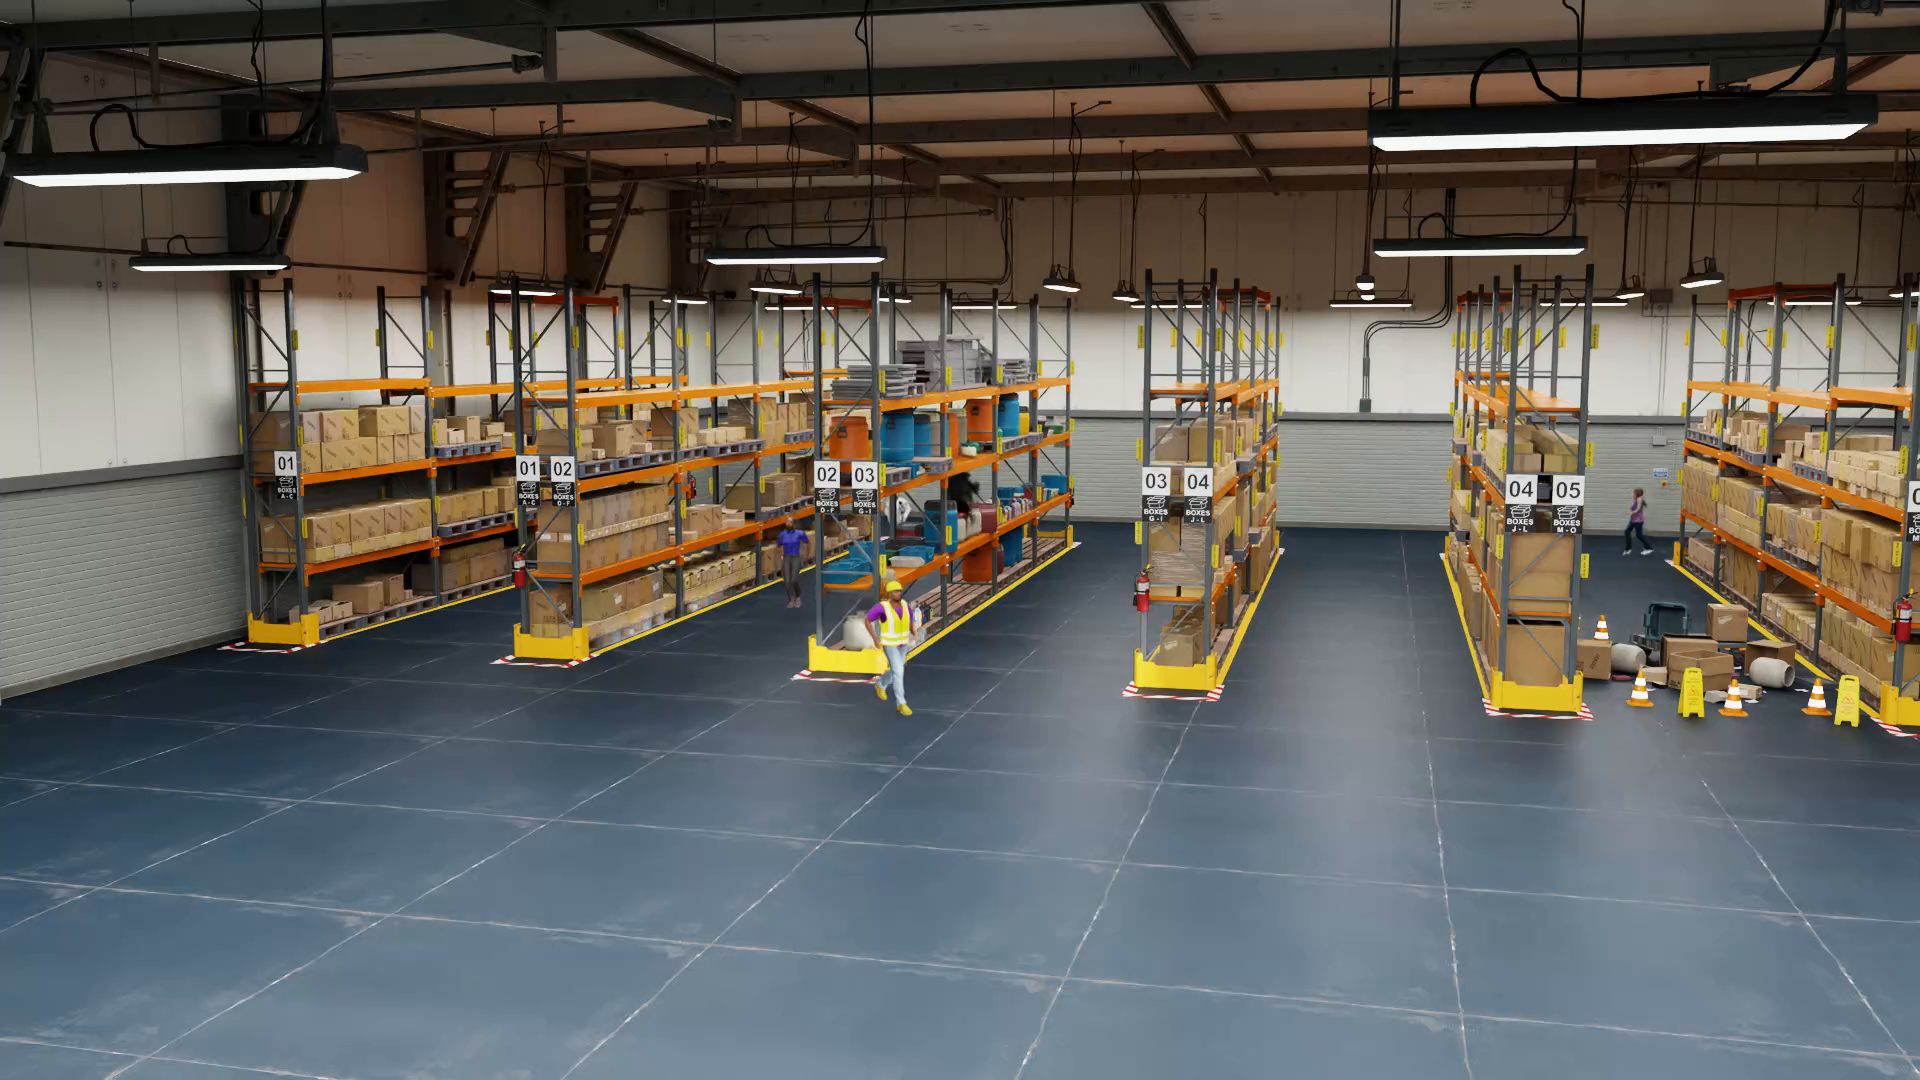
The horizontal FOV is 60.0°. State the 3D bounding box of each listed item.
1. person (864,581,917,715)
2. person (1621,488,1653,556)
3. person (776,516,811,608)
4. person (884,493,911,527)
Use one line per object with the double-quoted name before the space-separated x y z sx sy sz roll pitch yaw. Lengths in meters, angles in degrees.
"person" -0.915 1.430 22.602 0.693 1.772 0.913 -6 9 -41
"person" 15.751 -0.400 38.577 0.680 1.638 0.540 1 7 11
"person" -2.962 0.439 29.368 0.608 1.550 0.537 1 7 7
"person" -1.461 -0.398 38.148 0.588 1.681 0.653 2 7 13
